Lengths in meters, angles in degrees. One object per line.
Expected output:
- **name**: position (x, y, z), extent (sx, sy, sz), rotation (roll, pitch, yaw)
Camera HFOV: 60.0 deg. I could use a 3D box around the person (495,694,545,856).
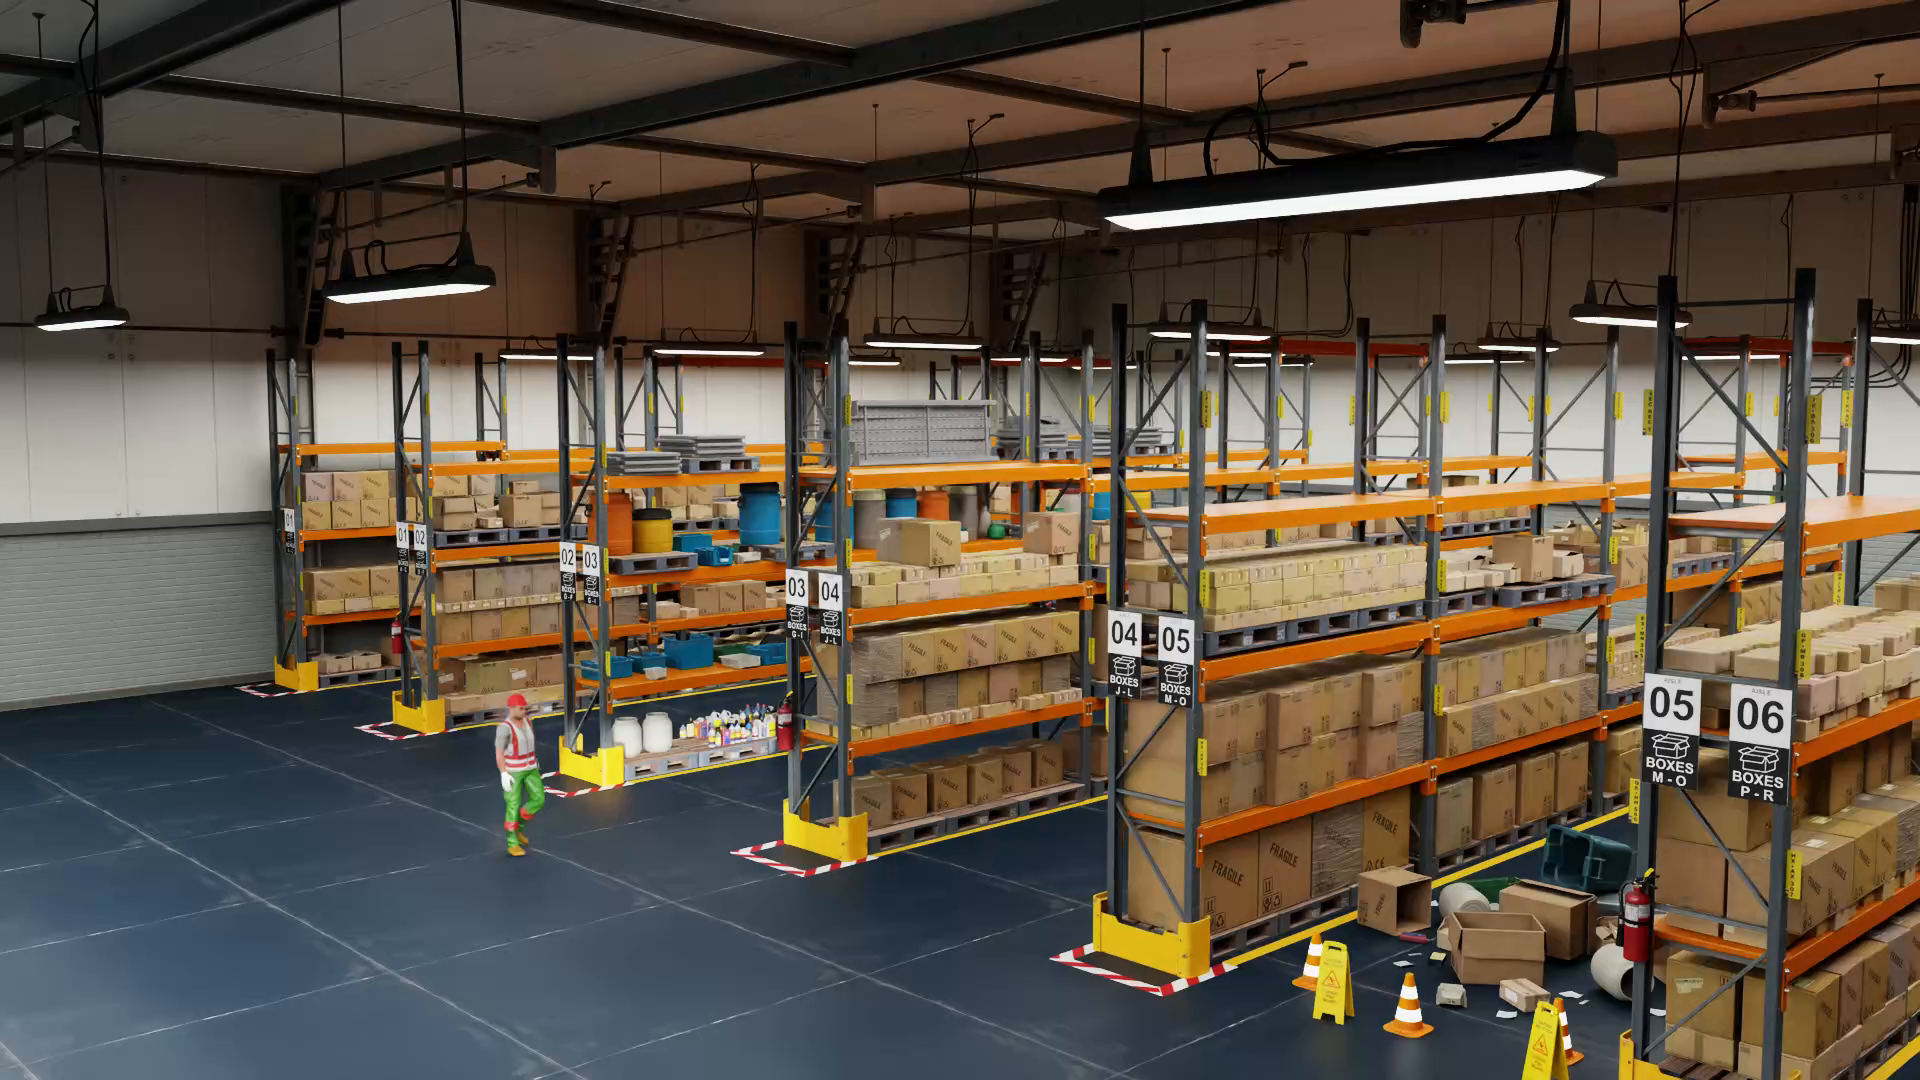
- **person**: position (-4.999, 2.632, 18.882), extent (0.523, 1.786, 0.705), rotation (3, 6, 31)
